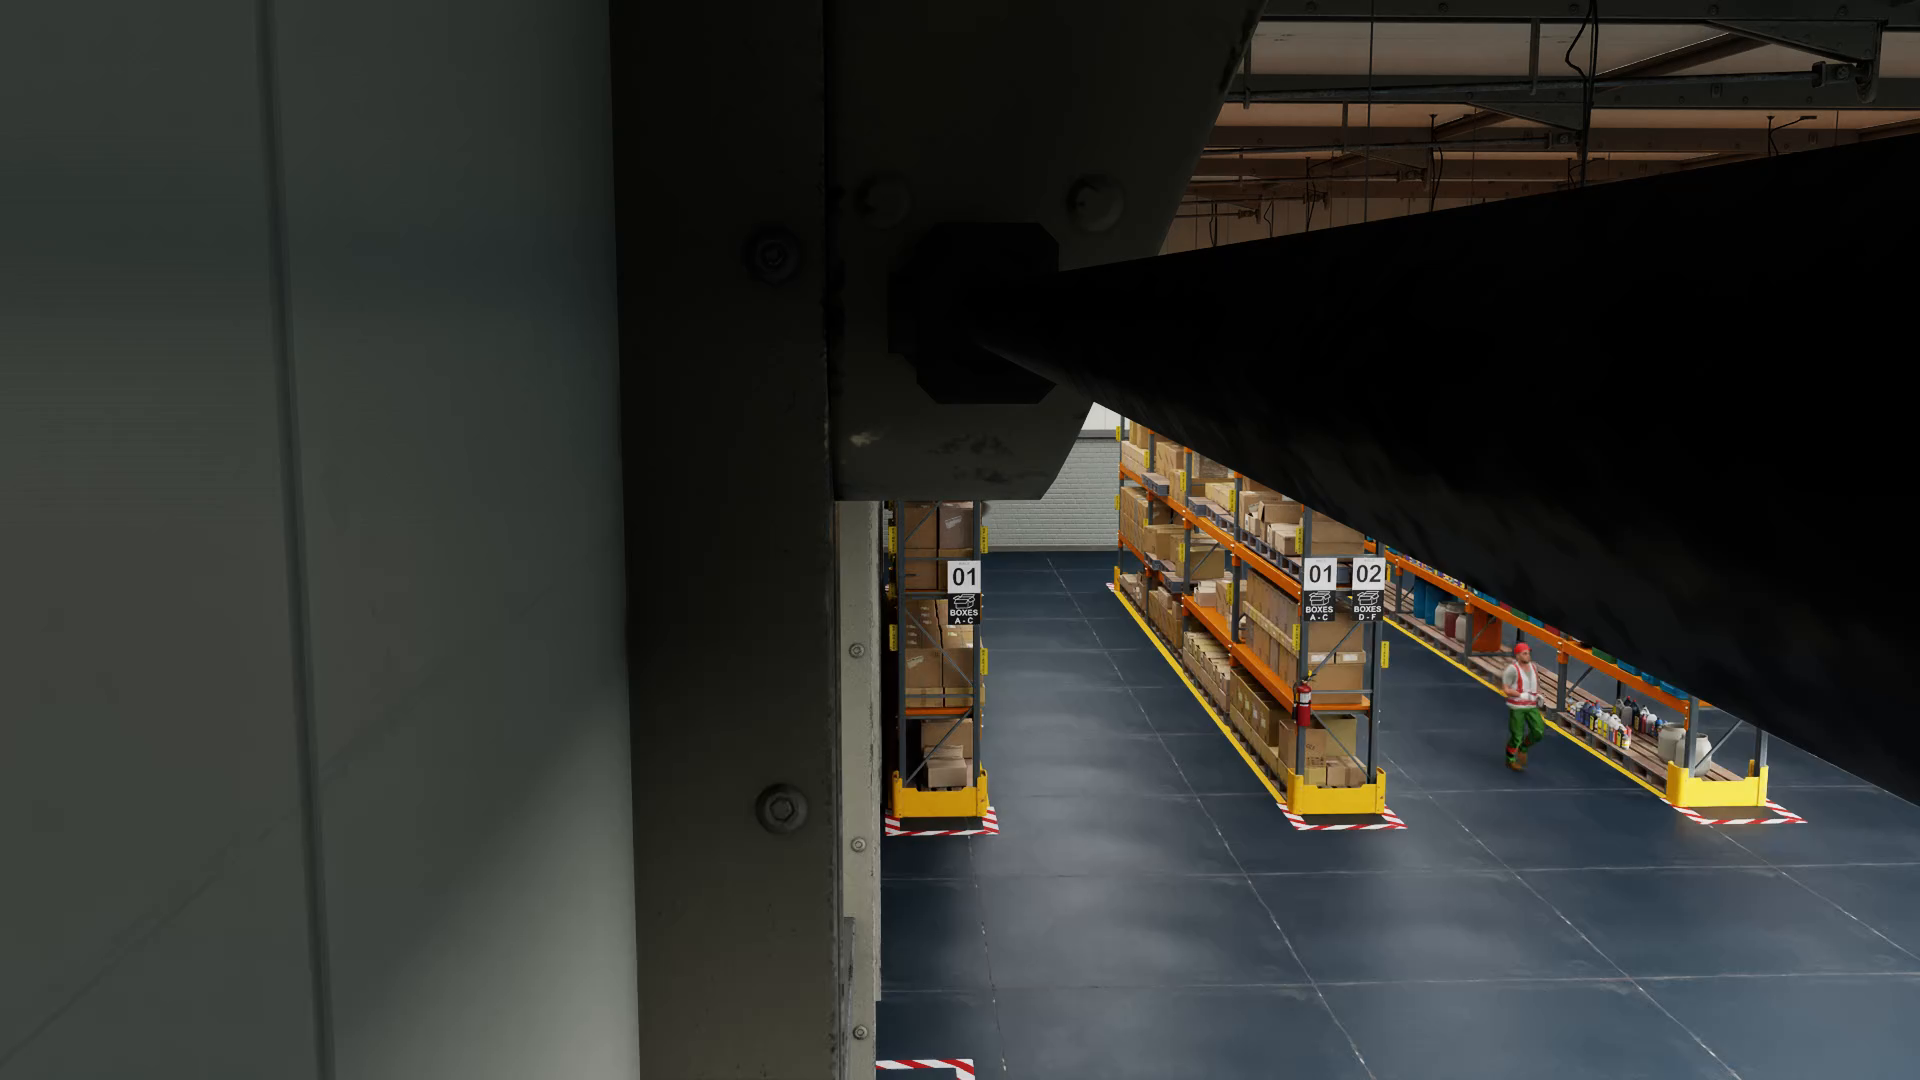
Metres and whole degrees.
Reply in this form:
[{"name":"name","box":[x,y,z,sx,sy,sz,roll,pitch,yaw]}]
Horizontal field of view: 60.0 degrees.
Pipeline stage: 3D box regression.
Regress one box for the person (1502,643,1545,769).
[{"name":"person","box":[7.588,2.250,22.334,0.641,1.745,0.618,-3,9,-17]}]
